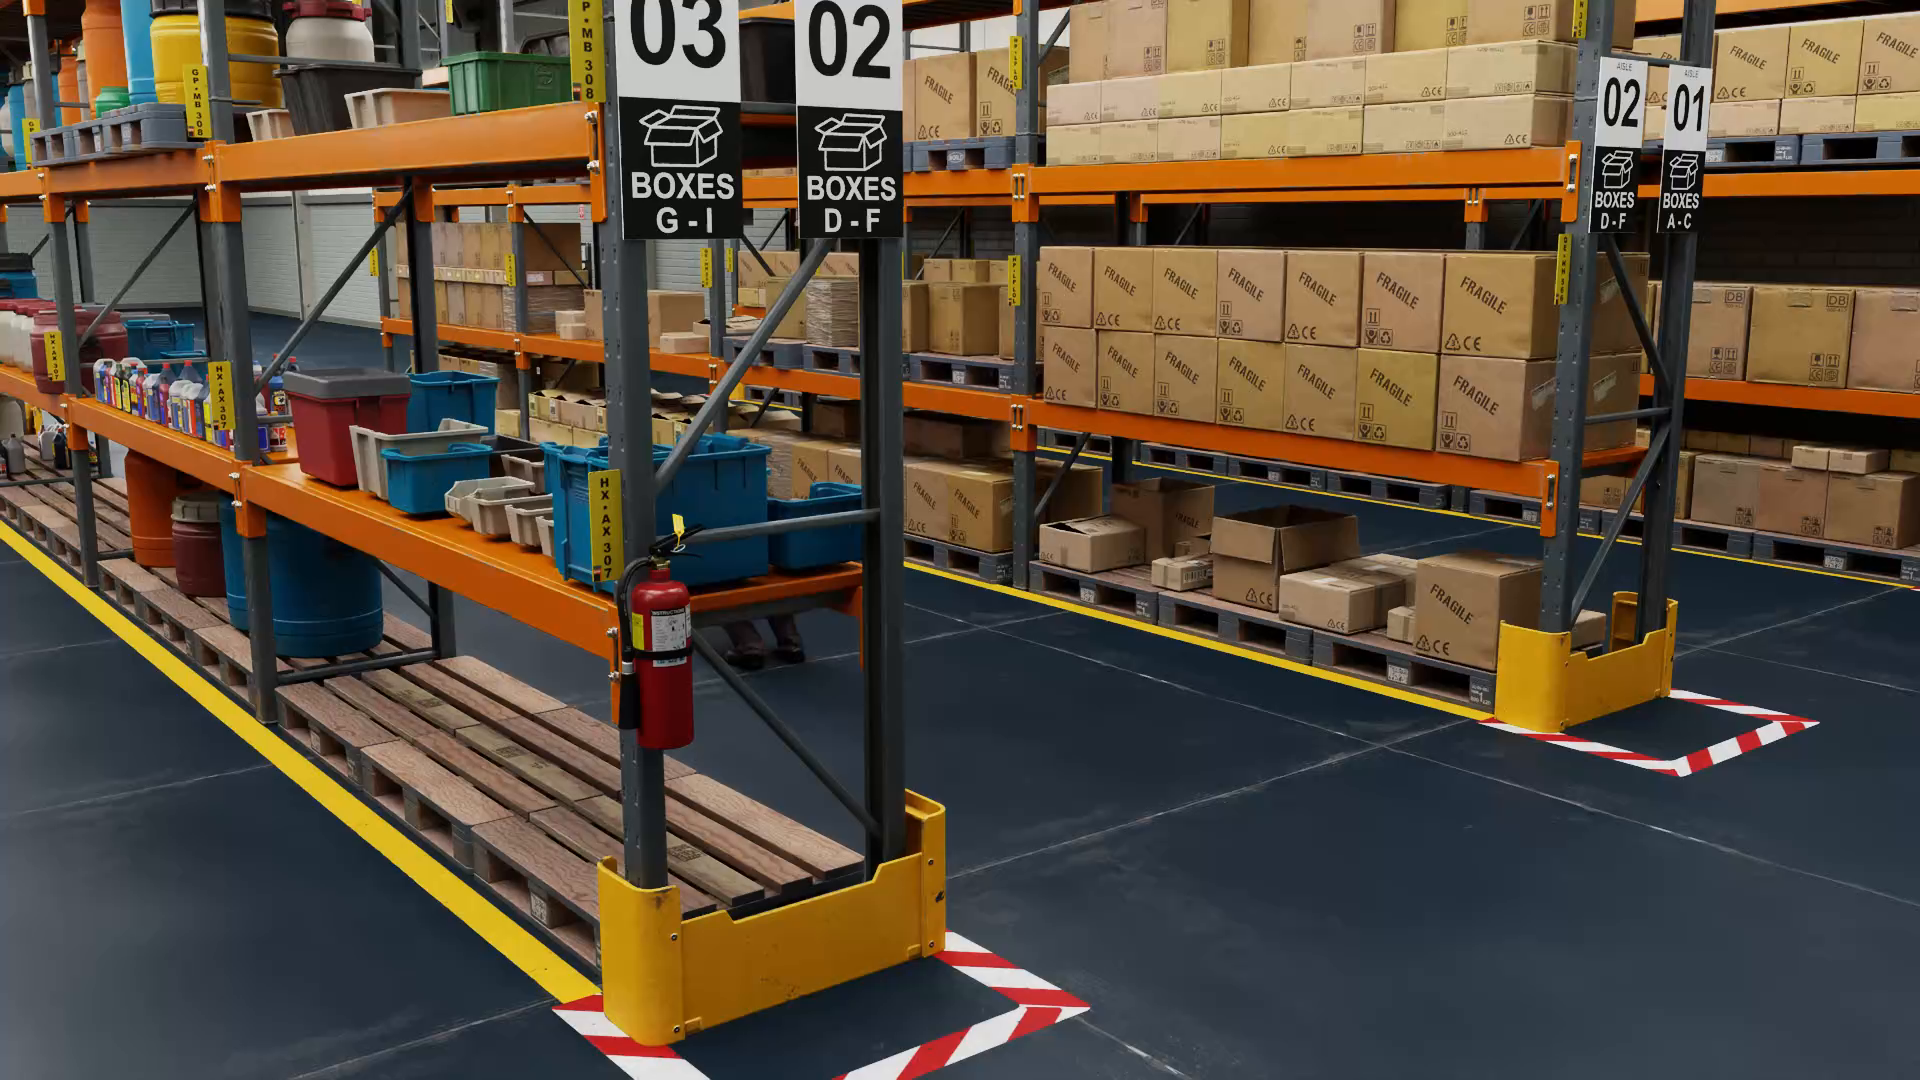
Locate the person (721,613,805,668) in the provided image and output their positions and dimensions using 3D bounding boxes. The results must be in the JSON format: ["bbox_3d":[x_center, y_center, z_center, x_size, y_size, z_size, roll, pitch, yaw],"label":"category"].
[{"bbox_3d":[-1.178,0.210,9.441,0.519,0.968,0.852,-9,14,-39],"label":"person"}]
